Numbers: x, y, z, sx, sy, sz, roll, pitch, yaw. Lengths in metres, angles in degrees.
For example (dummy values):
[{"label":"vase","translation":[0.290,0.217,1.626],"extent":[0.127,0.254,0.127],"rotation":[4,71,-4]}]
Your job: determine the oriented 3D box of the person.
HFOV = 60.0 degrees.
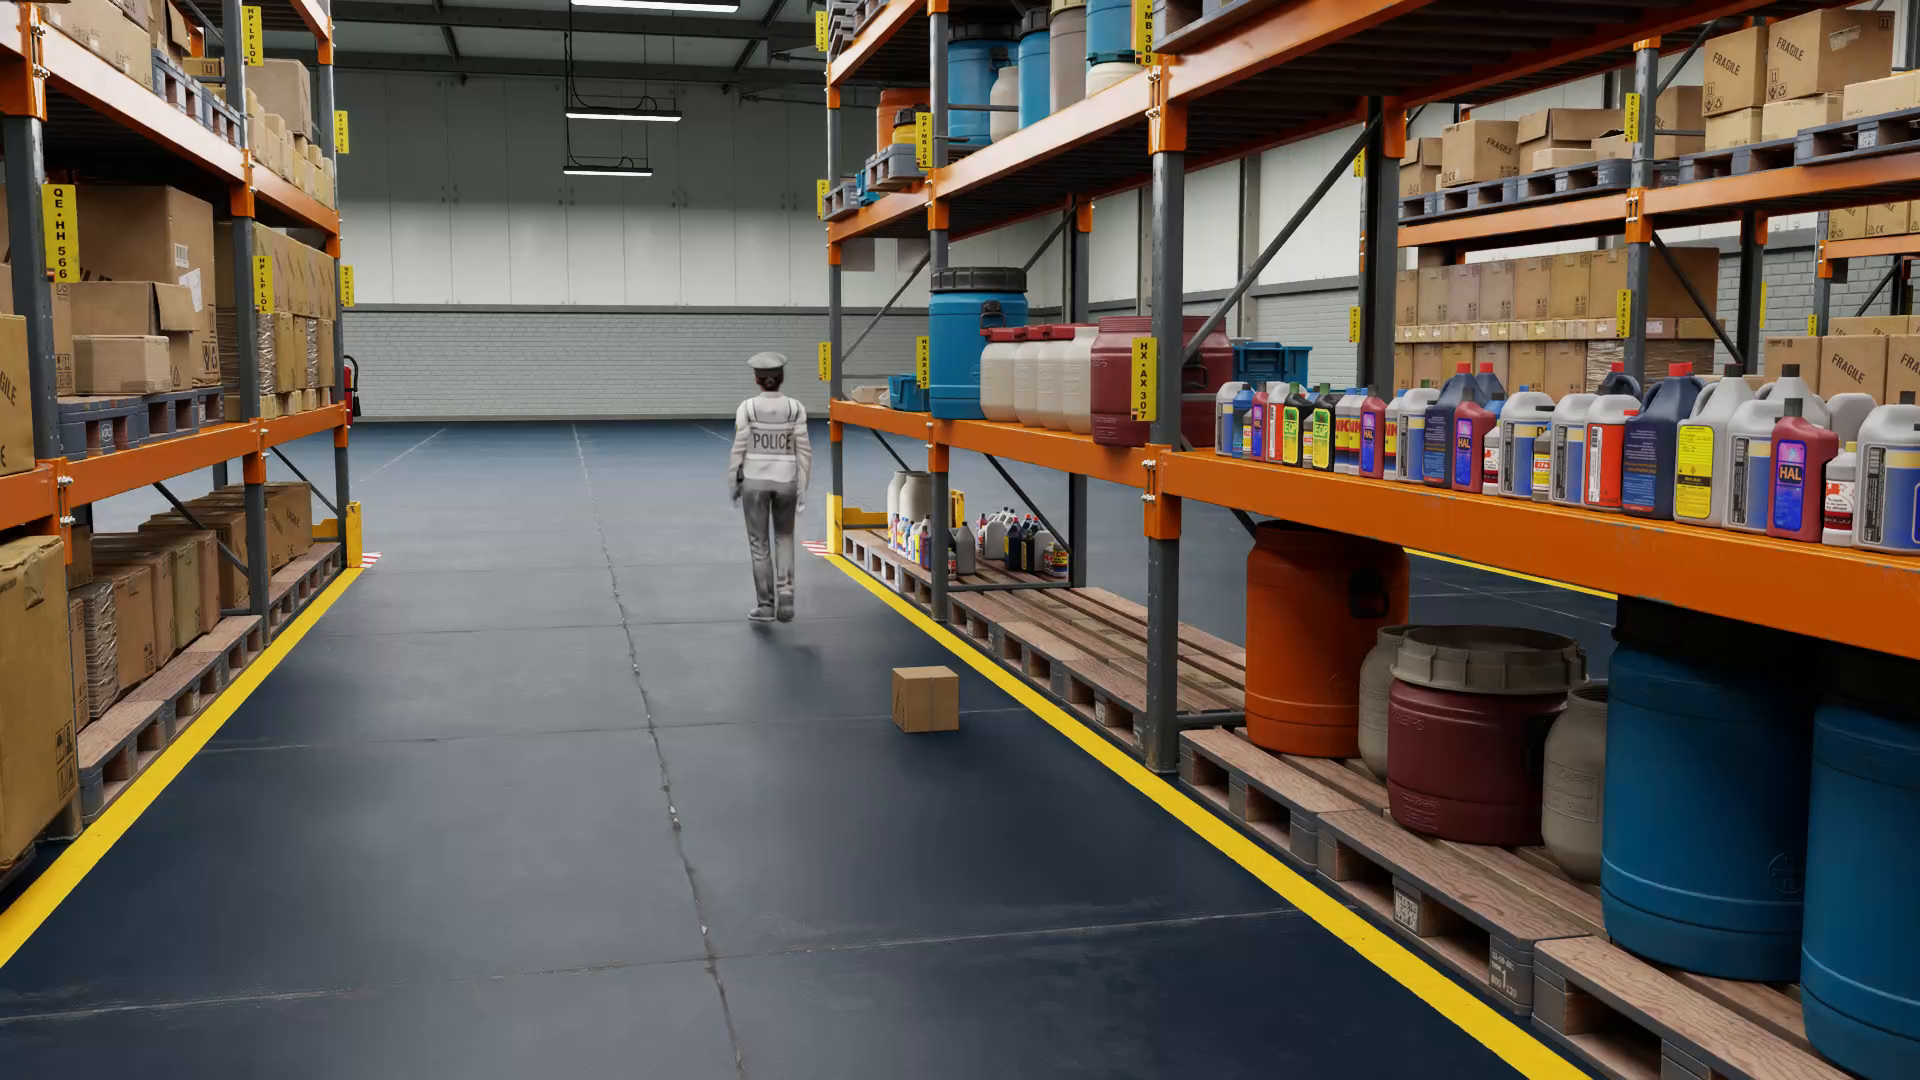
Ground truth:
[{"label":"person","translation":[-1.195,-0.323,10.405],"extent":[0.491,1.703,0.448],"rotation":[-2,7,-21]}]
